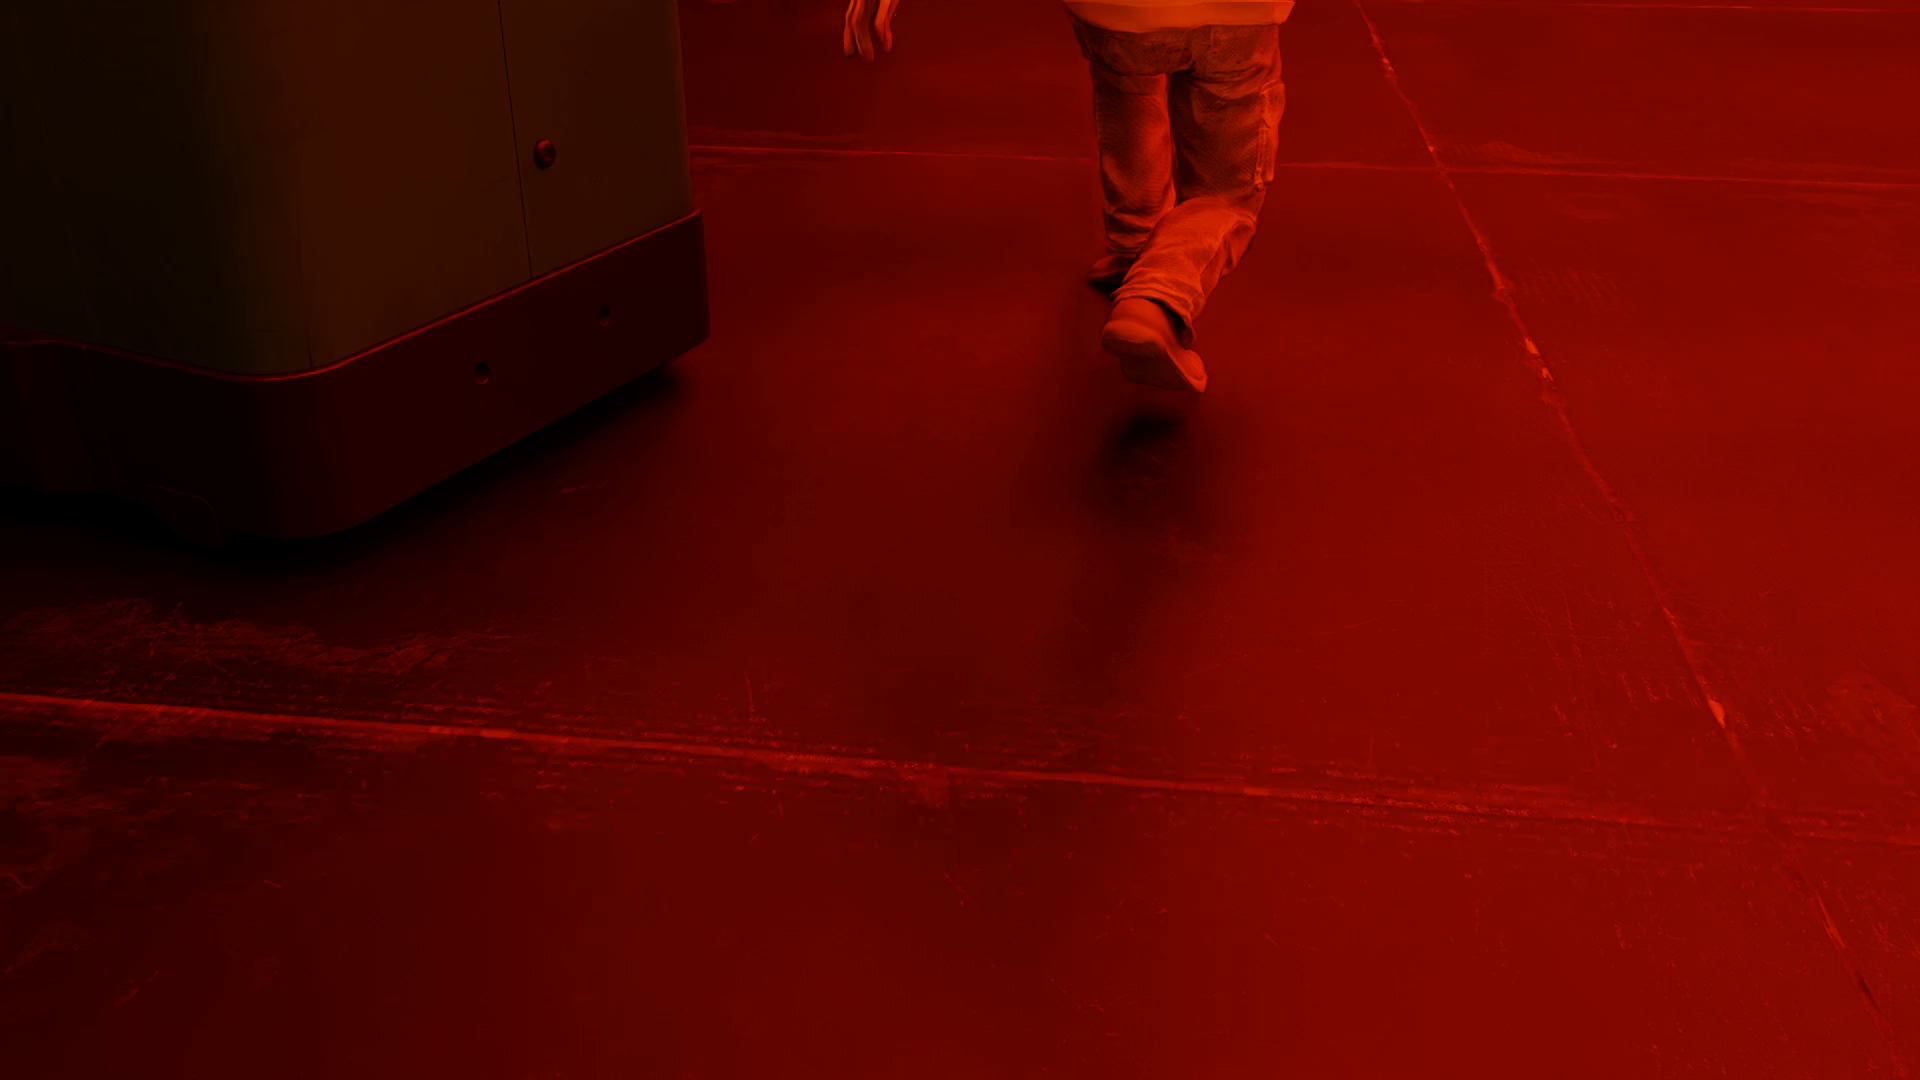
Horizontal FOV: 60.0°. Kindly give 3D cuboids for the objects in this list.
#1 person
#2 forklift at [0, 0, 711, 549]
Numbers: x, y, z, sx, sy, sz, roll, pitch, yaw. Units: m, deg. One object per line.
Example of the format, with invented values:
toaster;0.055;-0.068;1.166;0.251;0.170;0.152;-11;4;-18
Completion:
person;0.191;-1.028;2.914;0.843;1.513;0.993;-3;27;-7
forklift;-2.019;-1.743;2.711;3.031;2.935;1.130;13;29;24
